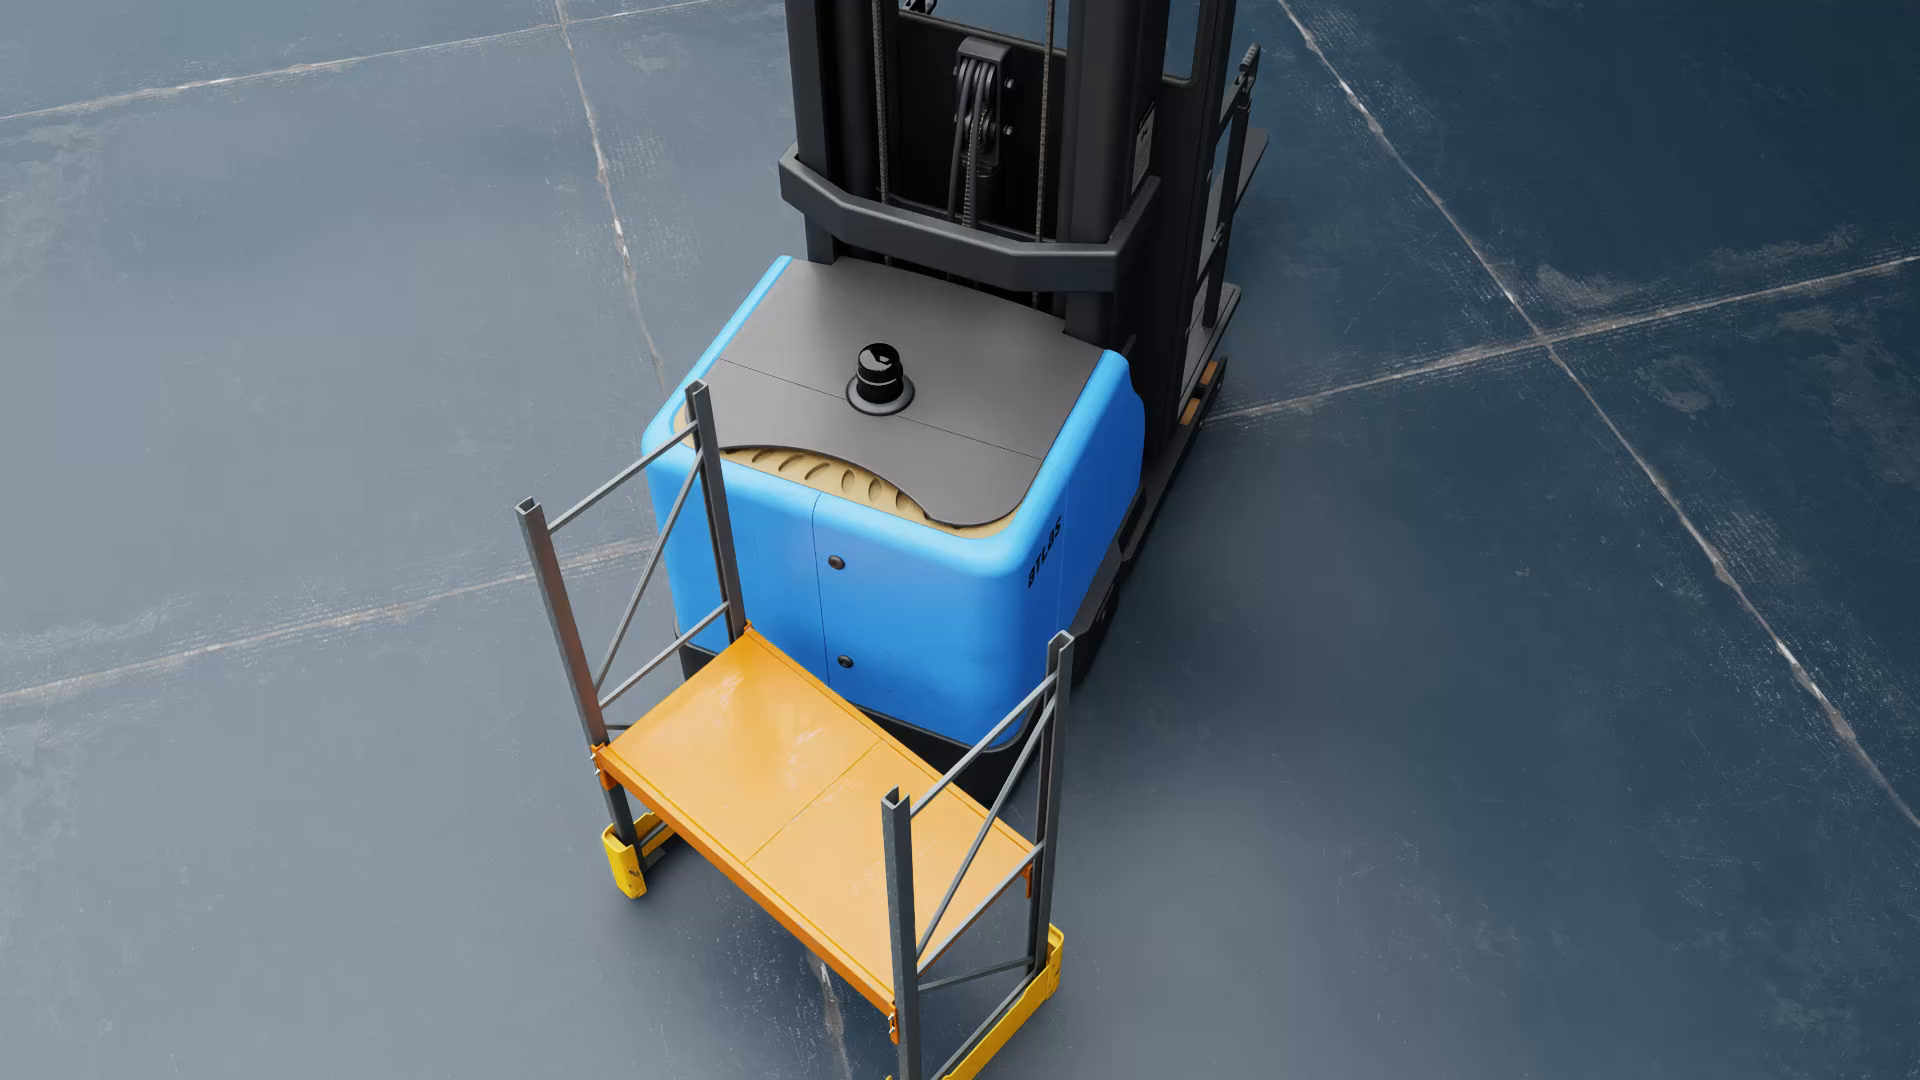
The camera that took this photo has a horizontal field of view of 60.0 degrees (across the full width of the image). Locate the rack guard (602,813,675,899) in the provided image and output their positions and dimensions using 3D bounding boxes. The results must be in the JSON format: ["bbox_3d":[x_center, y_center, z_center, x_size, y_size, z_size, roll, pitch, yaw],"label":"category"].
[{"bbox_3d":[-0.704,0.696,4.499,0.087,0.250,0.587,34,58,25],"label":"rack guard"}]

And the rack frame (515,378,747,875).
[{"bbox_3d":[-0.718,0.284,4.030,0.032,1.500,0.500,34,58,25],"label":"rack frame"}]

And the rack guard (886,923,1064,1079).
[{"bbox_3d":[0.038,1.205,4.071,0.087,0.250,0.587,34,58,25],"label":"rack guard"}]

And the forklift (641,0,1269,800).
[{"bbox_3d":[0.248,-1.381,4.497,1.130,2.935,3.031,18,52,15],"label":"forklift"}]

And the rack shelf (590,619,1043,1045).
[{"bbox_3d":[-0.340,0.659,3.949,1.000,0.185,0.538,34,58,25],"label":"rack shelf"}]

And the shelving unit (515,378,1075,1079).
[{"bbox_3d":[-0.333,0.548,3.807,1.083,1.500,0.587,34,58,25],"label":"shelving unit"}]

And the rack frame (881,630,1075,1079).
[{"bbox_3d":[0.039,0.803,3.593,0.032,1.500,0.500,34,58,25],"label":"rack frame"}]
